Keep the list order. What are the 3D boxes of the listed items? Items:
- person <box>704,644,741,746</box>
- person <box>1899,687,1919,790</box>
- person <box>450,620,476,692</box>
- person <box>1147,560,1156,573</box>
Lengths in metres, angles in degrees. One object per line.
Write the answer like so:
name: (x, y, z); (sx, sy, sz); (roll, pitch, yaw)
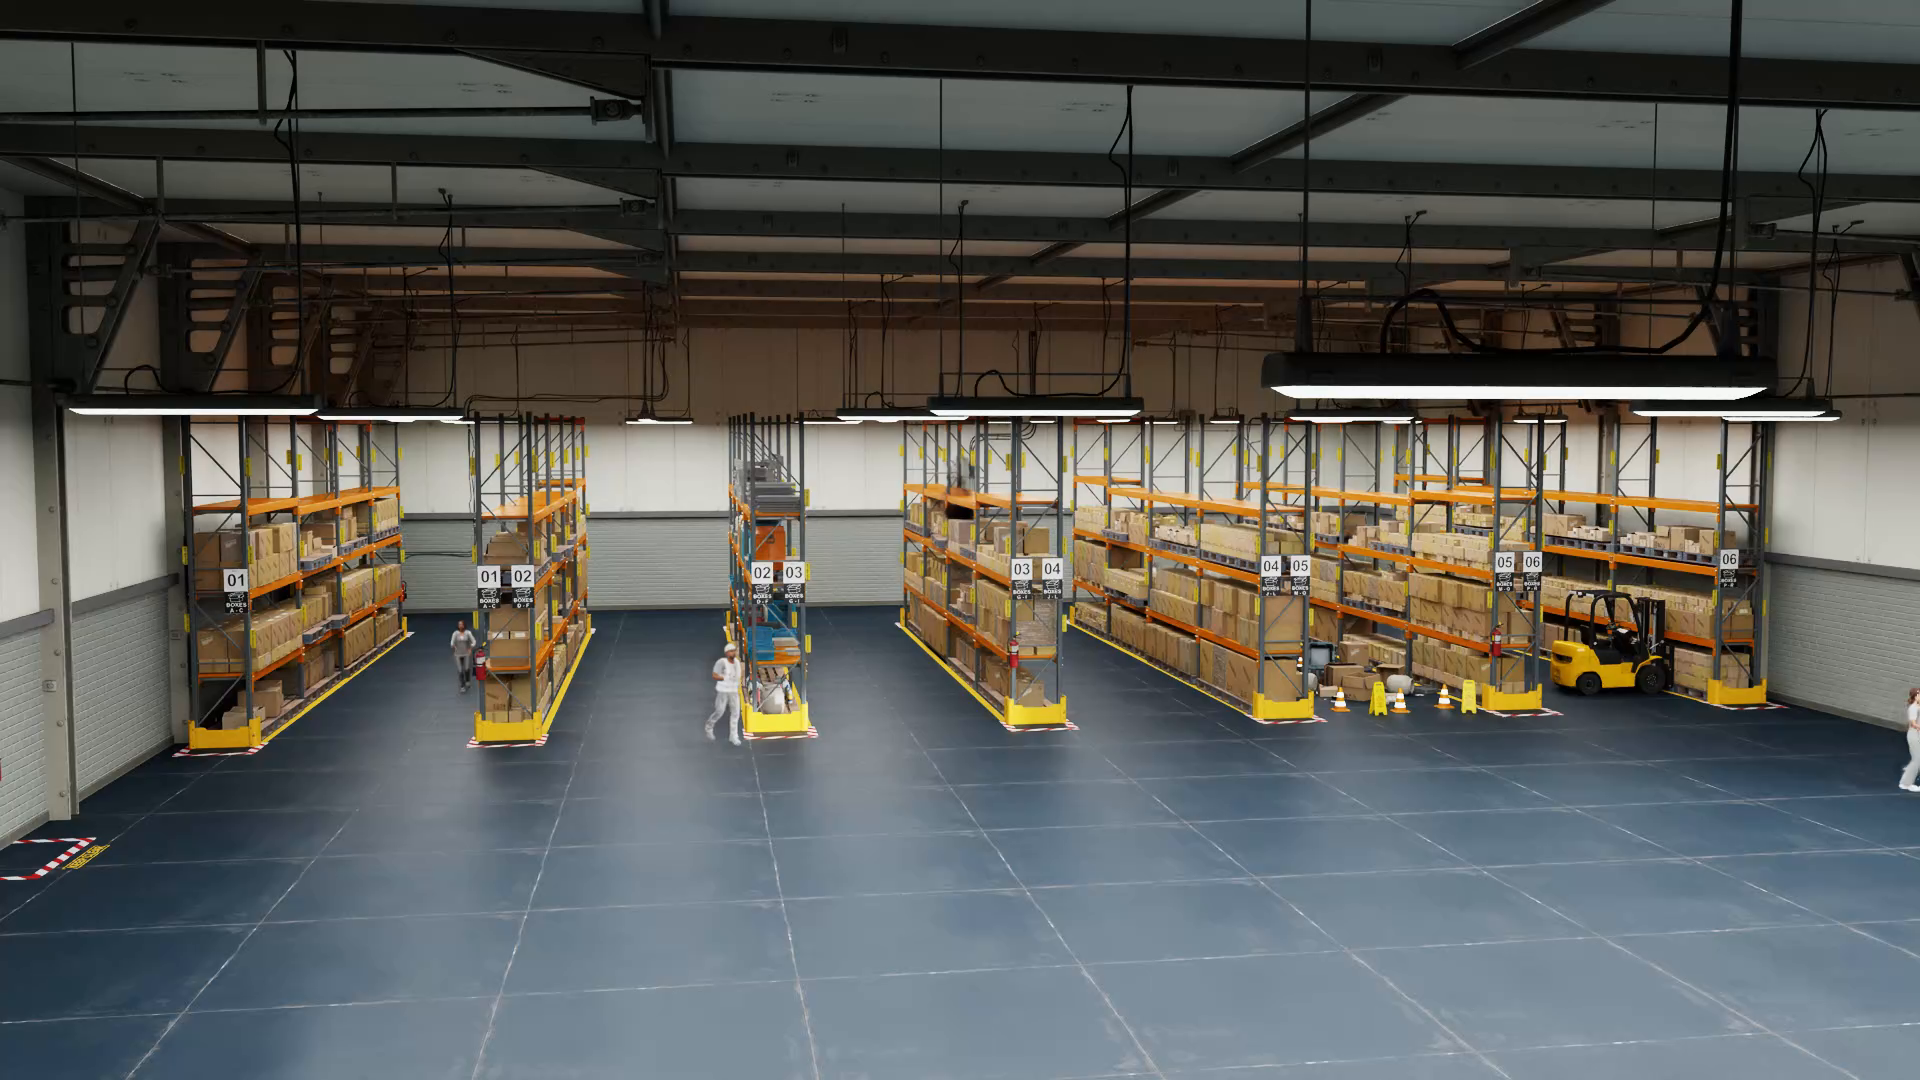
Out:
person: (-4.216, 2.775, 30.137); (0.895, 1.802, 0.686); (4, 5, 44)
person: (15.086, 3.126, 26.096); (0.550, 1.633, 0.571); (-4, 5, -42)
person: (-10.698, 2.501, 35.765); (0.522, 1.558, 0.537); (-1, 4, -12)
person: (5.795, 1.438, 50.290); (0.632, 1.755, 0.649); (0, 4, -4)
